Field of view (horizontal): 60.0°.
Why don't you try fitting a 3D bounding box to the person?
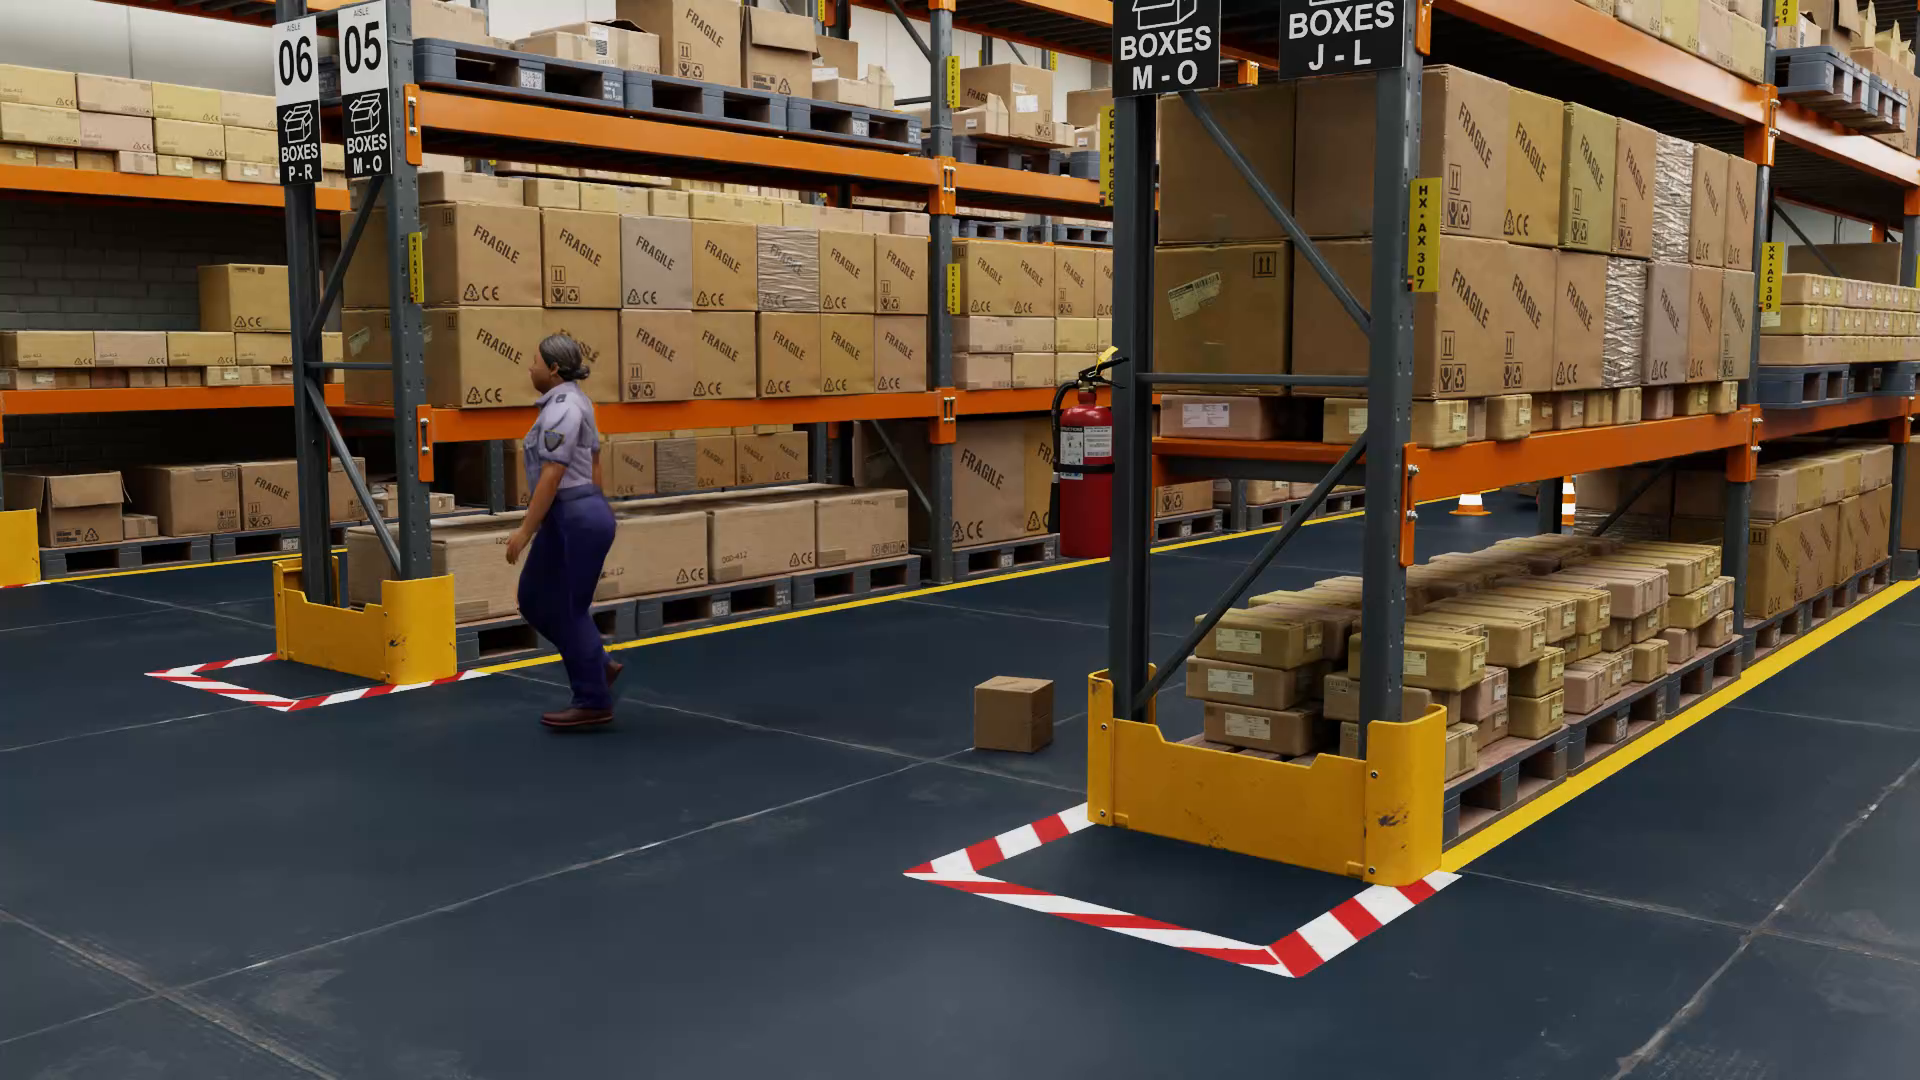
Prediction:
[{"bbox_3d":[-1.658,-0.022,6.969,0.446,1.628,0.540,-1,7,-8],"label":"person"}]
